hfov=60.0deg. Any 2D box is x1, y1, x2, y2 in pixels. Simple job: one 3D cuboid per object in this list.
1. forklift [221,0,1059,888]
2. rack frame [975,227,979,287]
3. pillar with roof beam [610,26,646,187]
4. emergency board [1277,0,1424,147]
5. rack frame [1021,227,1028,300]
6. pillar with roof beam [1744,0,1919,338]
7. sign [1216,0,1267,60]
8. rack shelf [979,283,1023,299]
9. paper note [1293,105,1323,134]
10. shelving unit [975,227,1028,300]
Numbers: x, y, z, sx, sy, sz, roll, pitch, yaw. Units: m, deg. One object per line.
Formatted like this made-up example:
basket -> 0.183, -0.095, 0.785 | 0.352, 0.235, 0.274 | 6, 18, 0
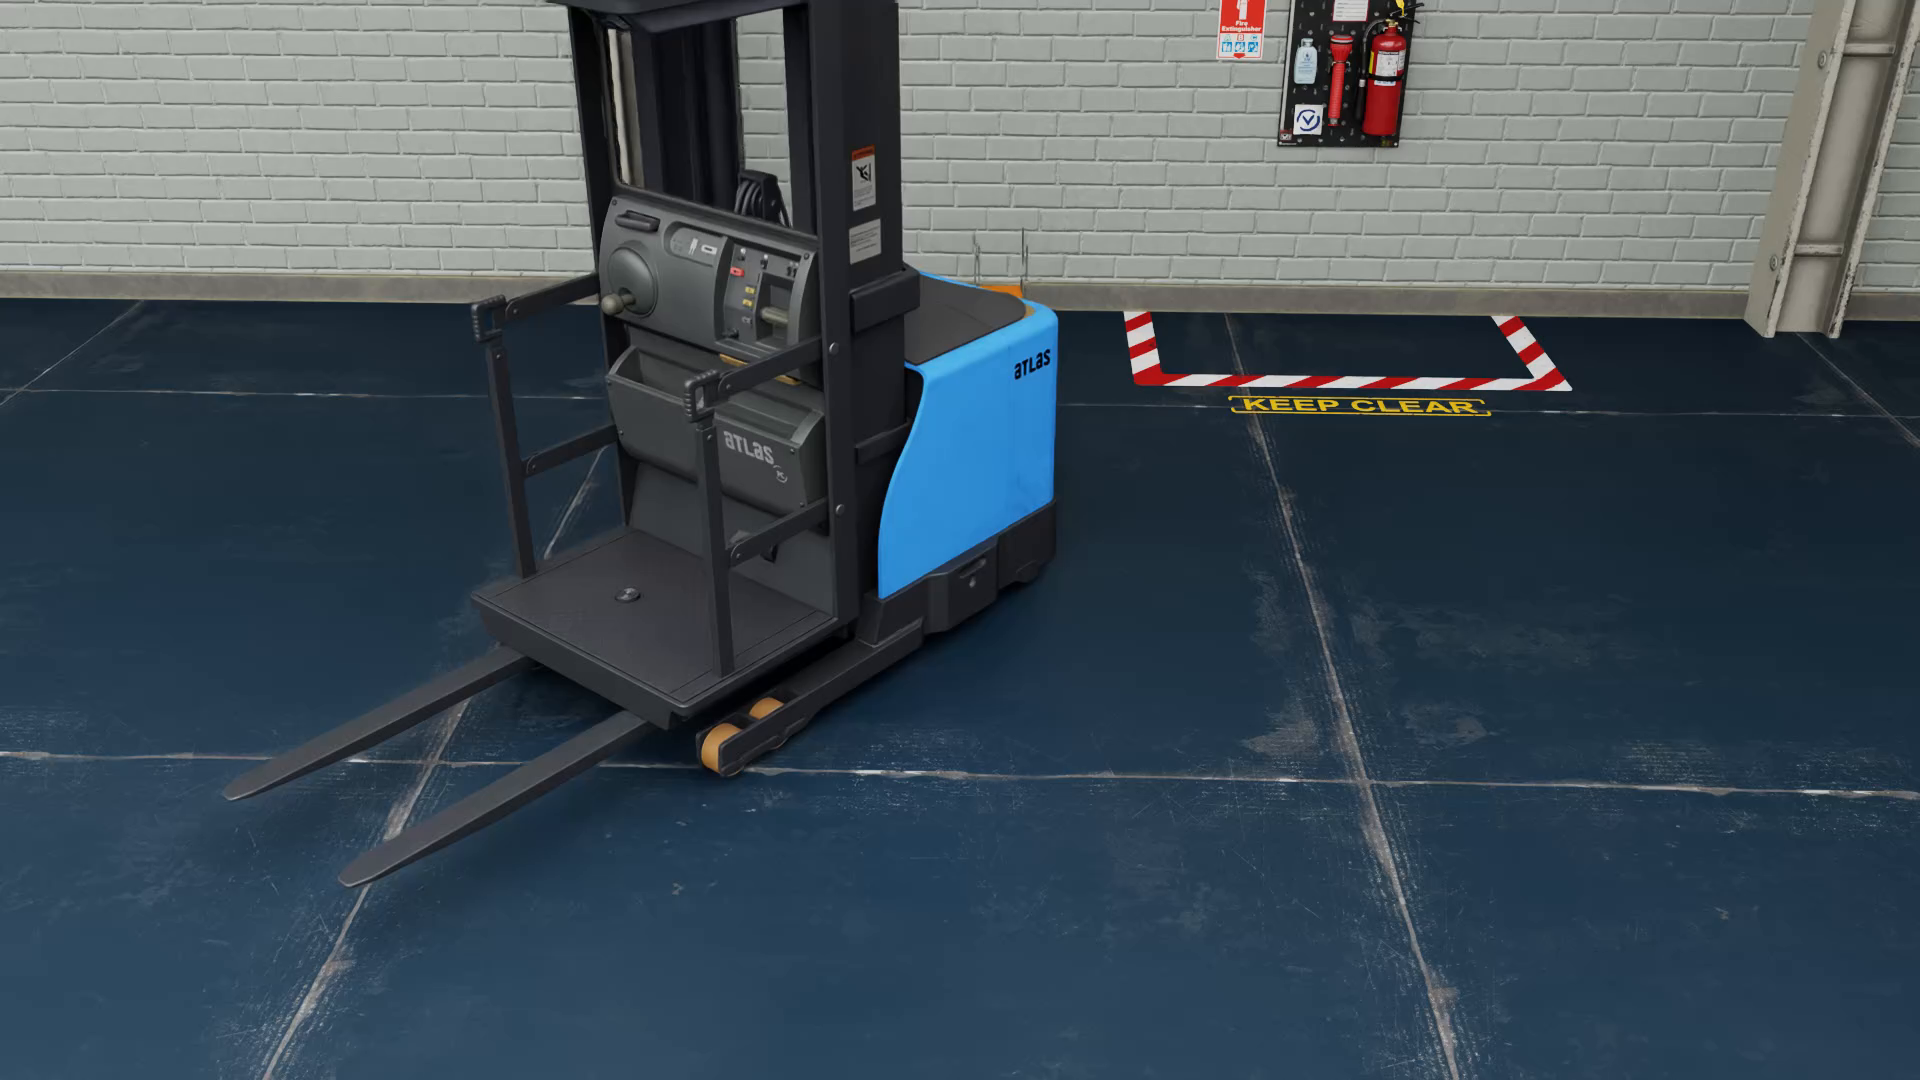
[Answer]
forklift -> -0.950, -0.804, 5.137 | 1.130, 2.935, 3.031 | 21, 34, 34
rack frame -> 0.066, -0.635, 6.666 | 0.006, 1.200, 0.240 | -1, 28, -2
pillar with roof beam -> -1.708, -3.199, 3.176 | 0.400, 9.000, 9.100 | 1, 28, 2
emergency board -> 1.972, -2.523, 8.306 | 0.643, 1.169, 0.194 | 1, 28, 2
rack frame -> 0.249, -0.638, 6.672 | 0.006, 1.200, 0.240 | -1, 28, -2
pillar with roof beam -> 4.288, -3.099, 2.989 | 0.400, 9.000, 9.100 | 1, 28, 2
sign -> 1.423, -2.596, 8.406 | 0.234, 0.329, 0.001 | 1, 28, 2
rack shelf -> 0.158, -0.915, 6.521 | 0.180, 0.103, 0.258 | -1, 28, -2
paper note -> 1.797, -2.169, 8.579 | 0.142, 0.148, 0.016 | 1, 28, 2
shelving unit -> 0.157, -0.636, 6.669 | 0.189, 1.200, 0.258 | -1, 28, -2
